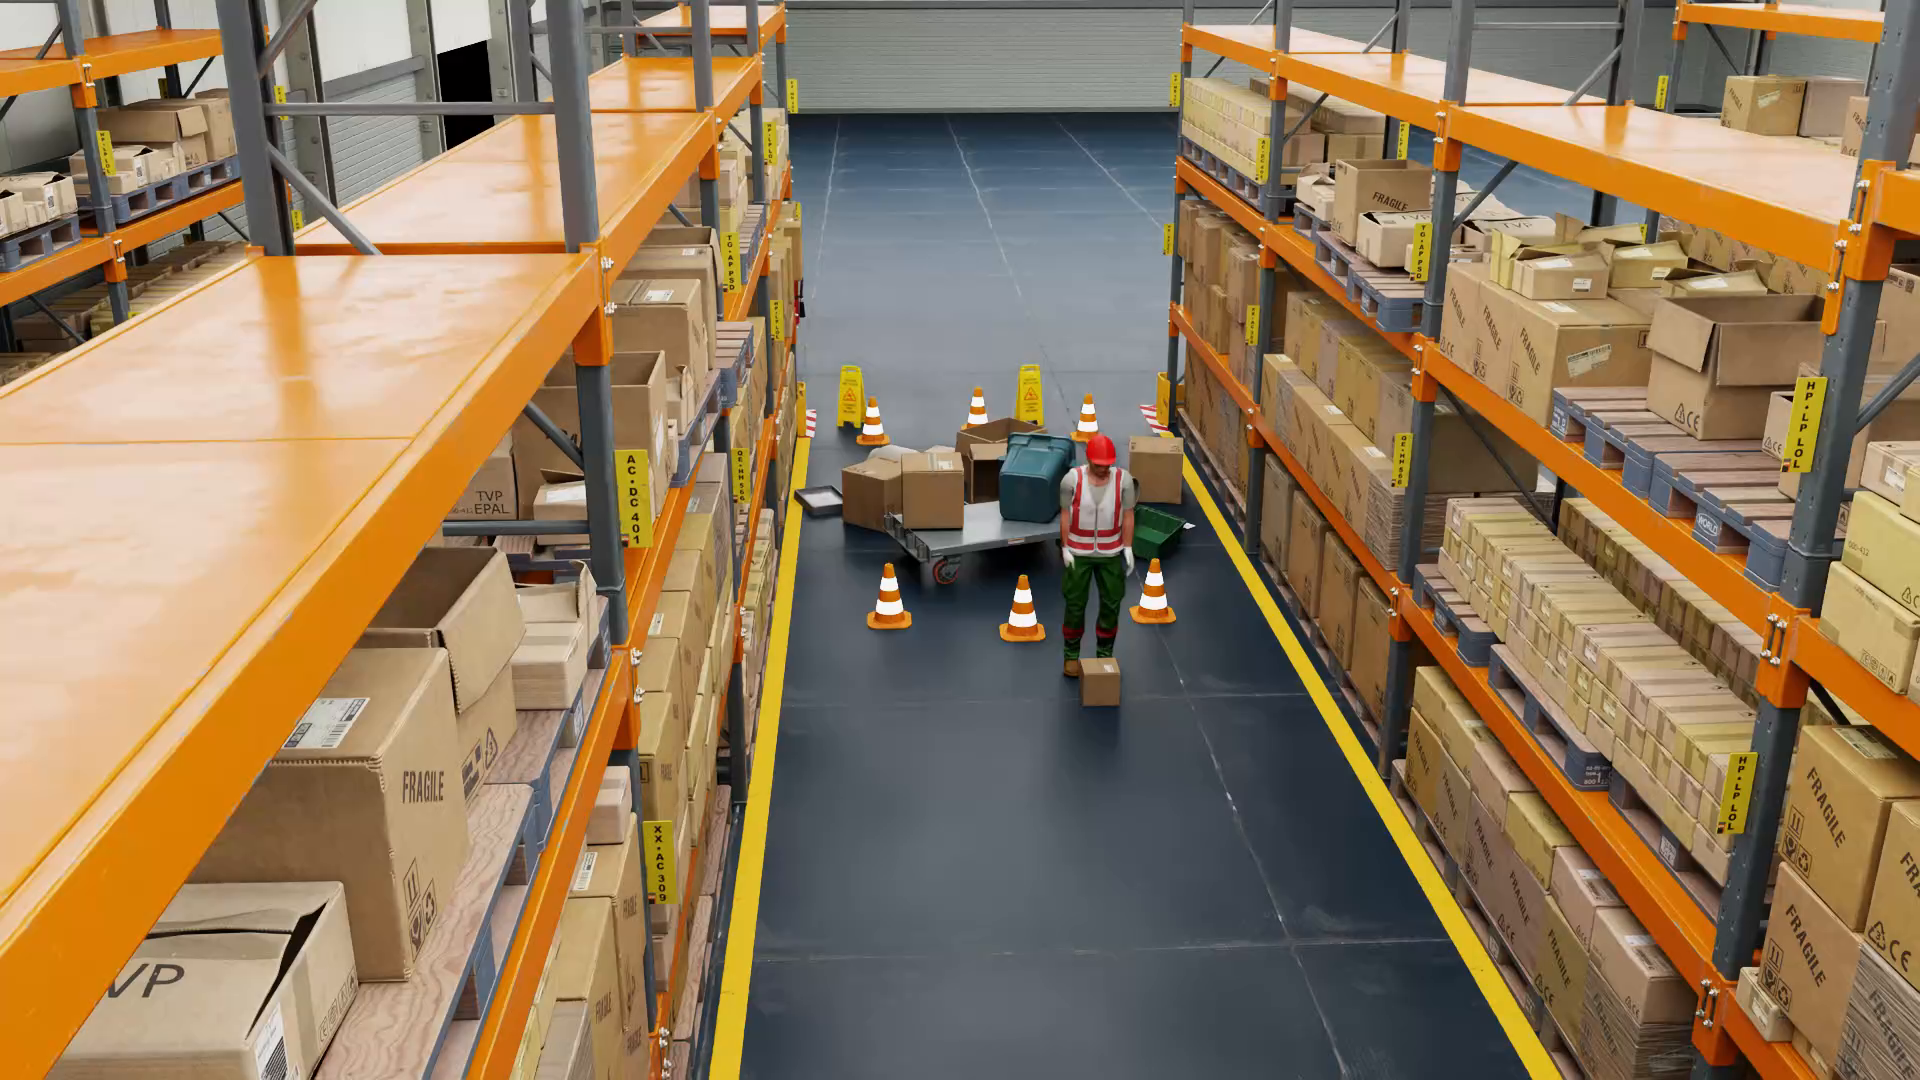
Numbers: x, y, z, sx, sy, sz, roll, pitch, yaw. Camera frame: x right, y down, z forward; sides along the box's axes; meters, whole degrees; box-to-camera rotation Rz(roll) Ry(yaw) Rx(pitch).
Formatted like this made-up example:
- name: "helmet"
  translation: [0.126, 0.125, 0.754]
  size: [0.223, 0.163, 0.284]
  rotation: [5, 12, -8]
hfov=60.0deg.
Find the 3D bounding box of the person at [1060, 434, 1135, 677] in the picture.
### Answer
- name: "person"
  translation: [0.957, 0.102, 11.648]
  size: [0.531, 1.770, 0.377]
  rotation: [-1, 20, -2]
